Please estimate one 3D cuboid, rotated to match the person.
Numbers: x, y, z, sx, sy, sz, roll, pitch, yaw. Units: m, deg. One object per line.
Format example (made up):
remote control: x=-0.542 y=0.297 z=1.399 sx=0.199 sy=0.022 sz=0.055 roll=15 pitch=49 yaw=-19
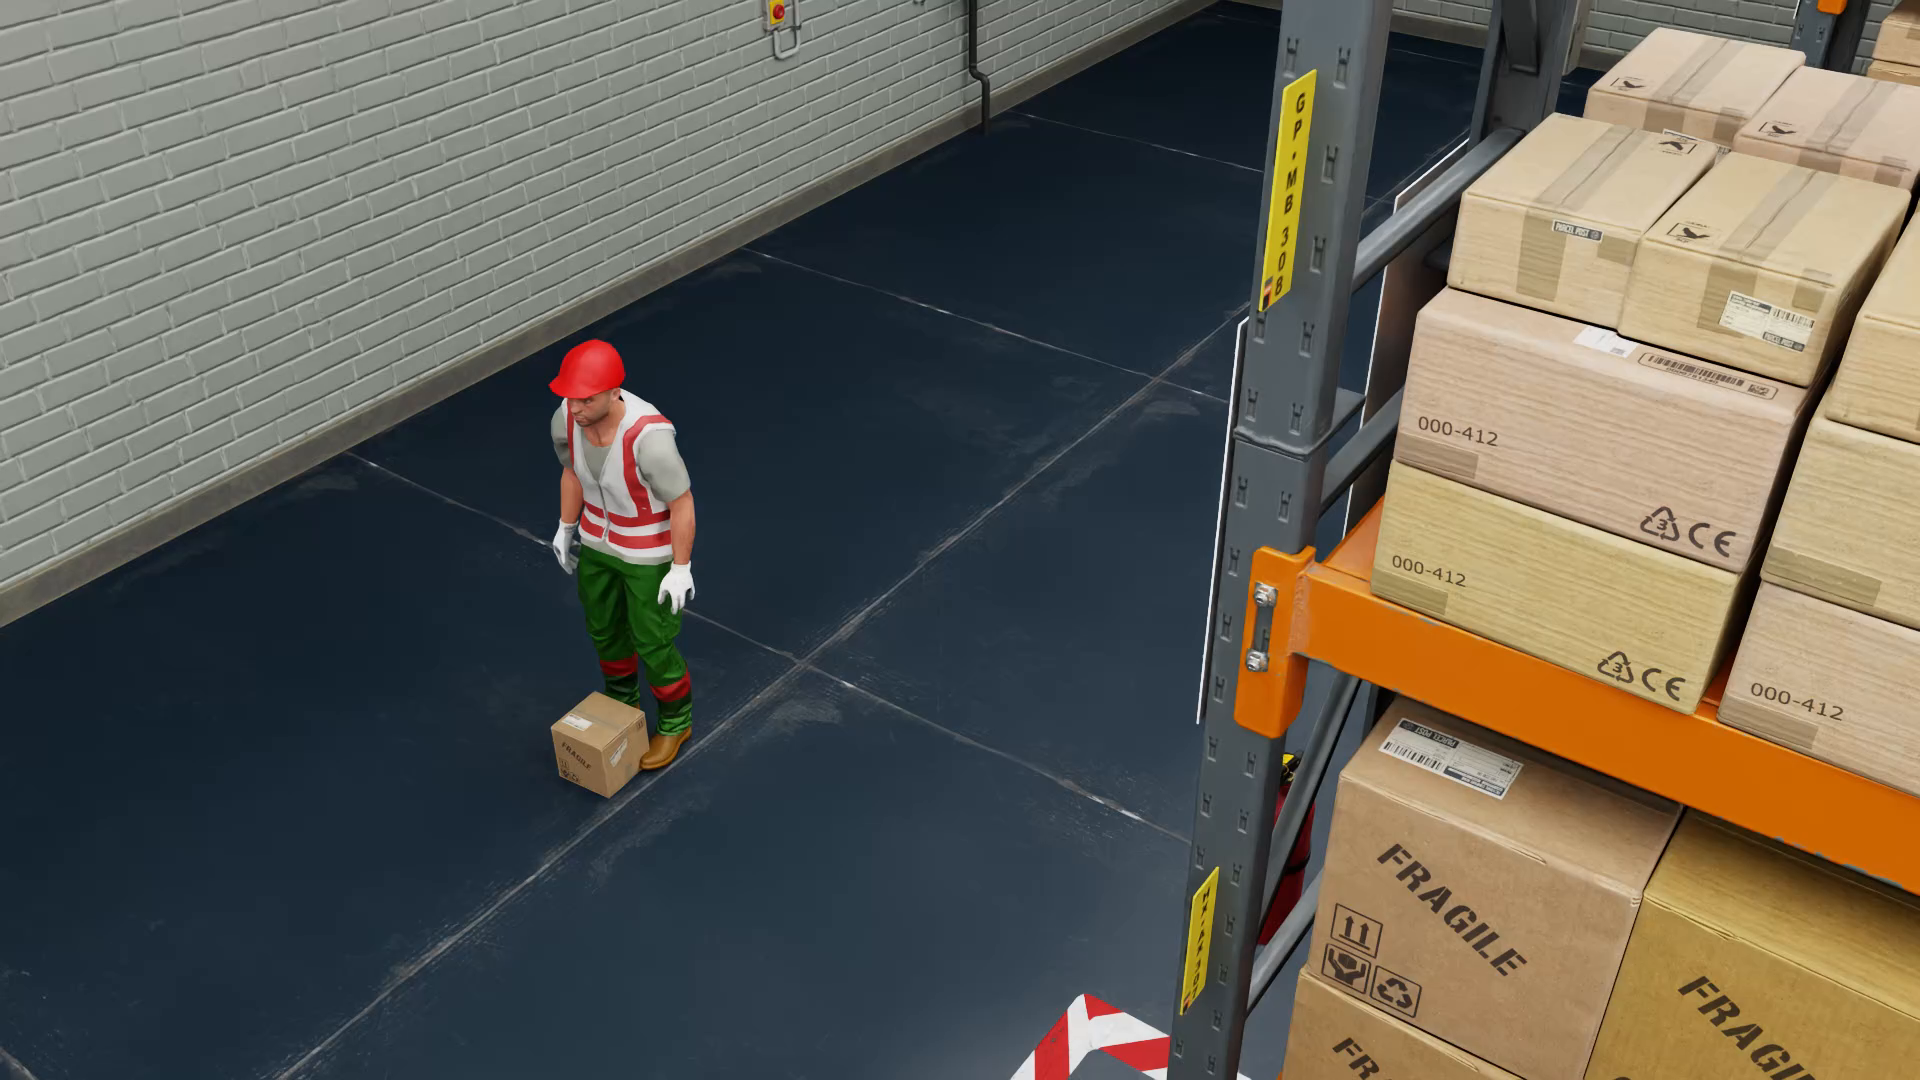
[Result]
person: x=-1.223 y=0.049 z=6.058 sx=0.619 sy=1.779 sz=0.450 roll=19 pitch=39 yaw=26
